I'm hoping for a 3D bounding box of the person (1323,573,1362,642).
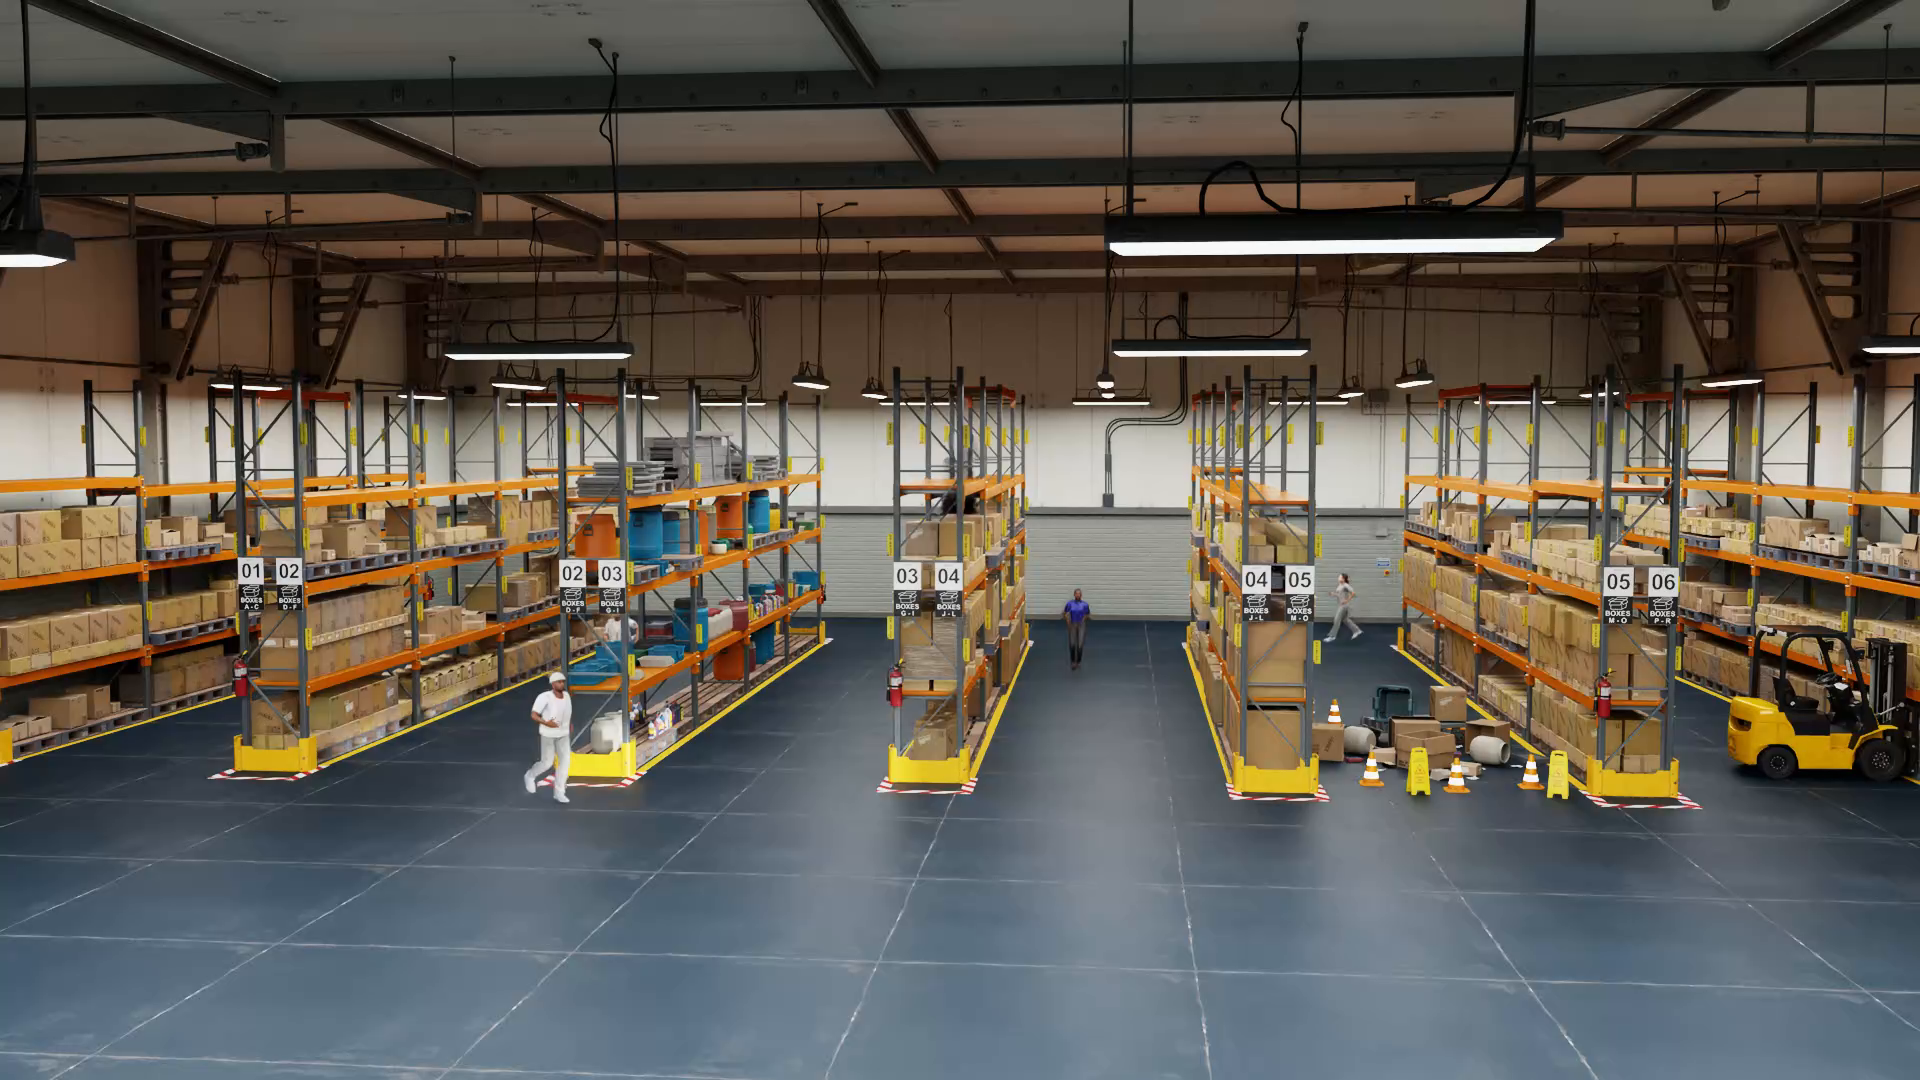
[{"bbox_3d":[9.335,1.637,40.457,0.965,1.677,0.575,0,4,0],"label":"person"}]

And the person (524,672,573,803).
[{"bbox_3d":[-5.602,2.702,22.980,0.839,1.765,0.721,3,5,41],"label":"person"}]

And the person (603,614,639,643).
[{"bbox_3d":[-6.634,2.108,32.461,0.687,1.738,0.769,0,4,6],"label":"person"}]

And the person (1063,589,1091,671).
[{"bbox_3d":[2.388,1.844,33.965,0.562,1.686,0.583,0,4,2],"label":"person"}]
